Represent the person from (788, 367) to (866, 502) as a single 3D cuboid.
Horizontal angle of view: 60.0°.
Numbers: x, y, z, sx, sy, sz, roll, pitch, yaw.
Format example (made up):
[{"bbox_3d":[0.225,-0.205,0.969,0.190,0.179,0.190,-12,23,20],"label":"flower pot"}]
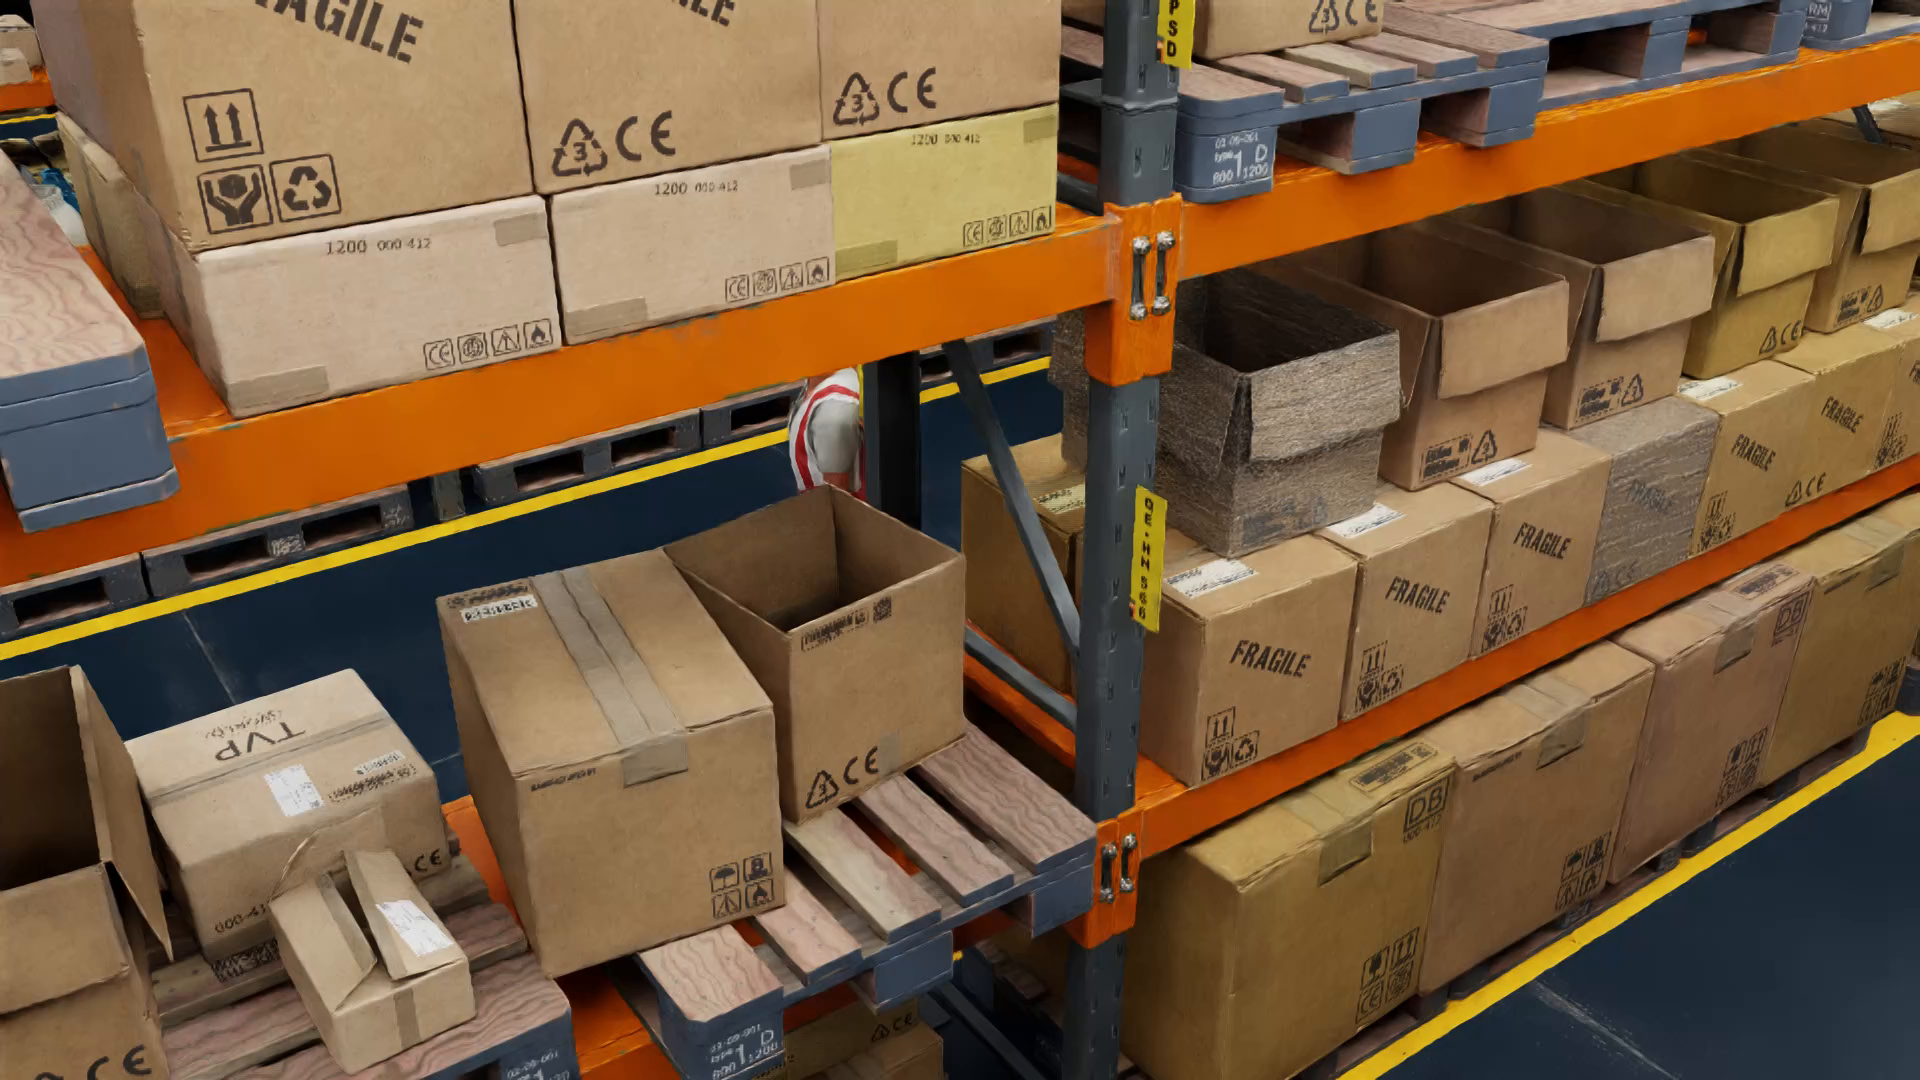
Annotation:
[{"bbox_3d":[-0.378,-0.043,6.198,0.974,1.767,0.643,-7,29,-12],"label":"person"}]
